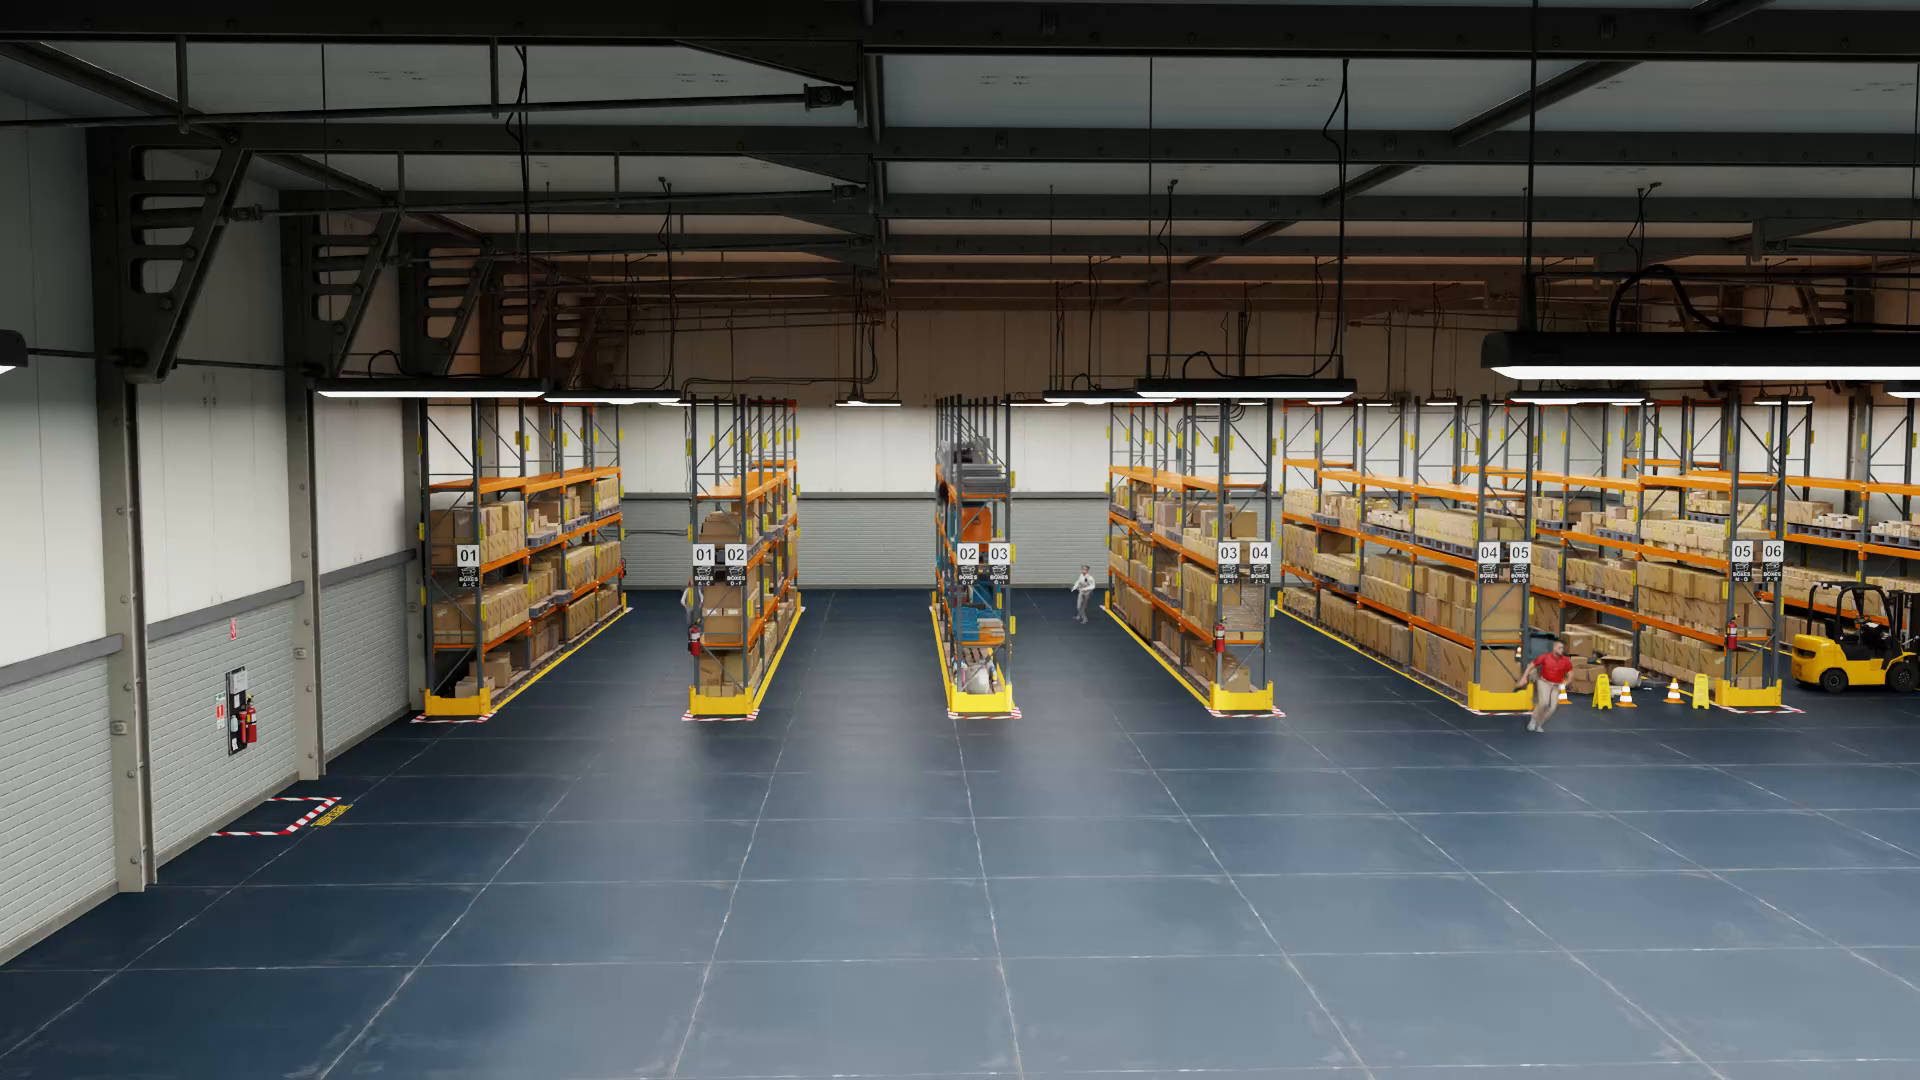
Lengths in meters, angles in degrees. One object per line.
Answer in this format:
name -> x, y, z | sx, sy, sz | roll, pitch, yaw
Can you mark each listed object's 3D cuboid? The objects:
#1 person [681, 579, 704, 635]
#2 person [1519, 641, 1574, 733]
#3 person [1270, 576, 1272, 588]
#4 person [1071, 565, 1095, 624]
person -> -6.571, 1.743, 40.876 | 0.546, 1.556, 0.602 | -1, 5, -9
person -> 10.464, 2.620, 29.430 | 0.857, 1.657, 0.667 | -1, 5, -12
person -> 7.861, 1.457, 43.546 | 0.637, 1.697, 0.737 | -2, 5, -19
person -> 3.321, 1.450, 44.442 | 0.720, 1.627, 0.597 | 2, 5, 29
